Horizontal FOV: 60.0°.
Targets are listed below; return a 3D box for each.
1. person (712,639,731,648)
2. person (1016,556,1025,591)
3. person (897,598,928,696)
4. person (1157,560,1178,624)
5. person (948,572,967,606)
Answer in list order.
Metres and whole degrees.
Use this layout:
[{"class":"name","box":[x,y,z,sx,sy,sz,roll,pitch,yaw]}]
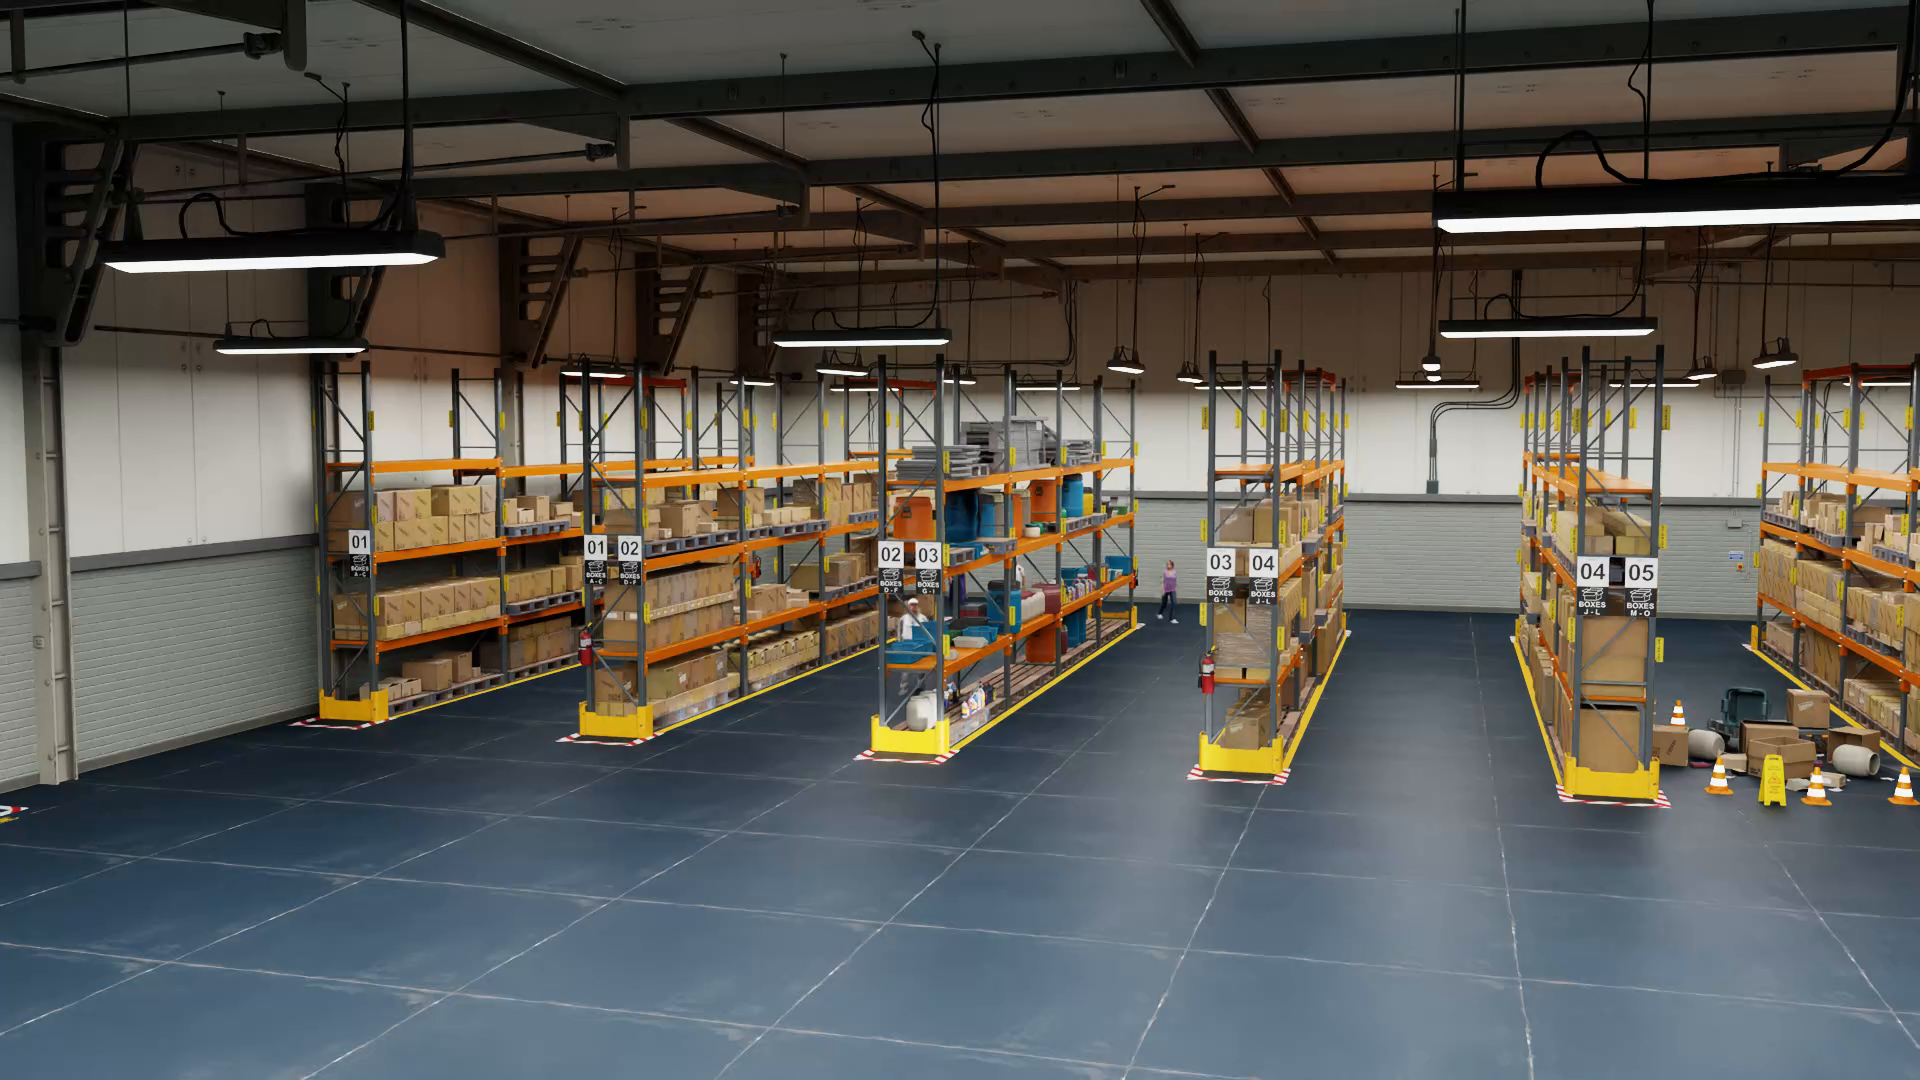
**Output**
[{"class":"person","box":[-5.411,1.516,36.879,0.731,1.725,1.080,1,4,12]},{"class":"person","box":[1.369,1.213,41.579,0.515,1.680,0.499,-2,5,-26]},{"class":"person","box":[-0.890,1.965,30.720,0.630,1.767,0.940,1,4,18]},{"class":"person","box":[5.186,1.269,41.258,0.454,1.554,0.783,-1,4,-16]},{"class":"person","box":[-0.050,1.039,44.270,0.555,1.597,1.015,-1,4,-14]}]
